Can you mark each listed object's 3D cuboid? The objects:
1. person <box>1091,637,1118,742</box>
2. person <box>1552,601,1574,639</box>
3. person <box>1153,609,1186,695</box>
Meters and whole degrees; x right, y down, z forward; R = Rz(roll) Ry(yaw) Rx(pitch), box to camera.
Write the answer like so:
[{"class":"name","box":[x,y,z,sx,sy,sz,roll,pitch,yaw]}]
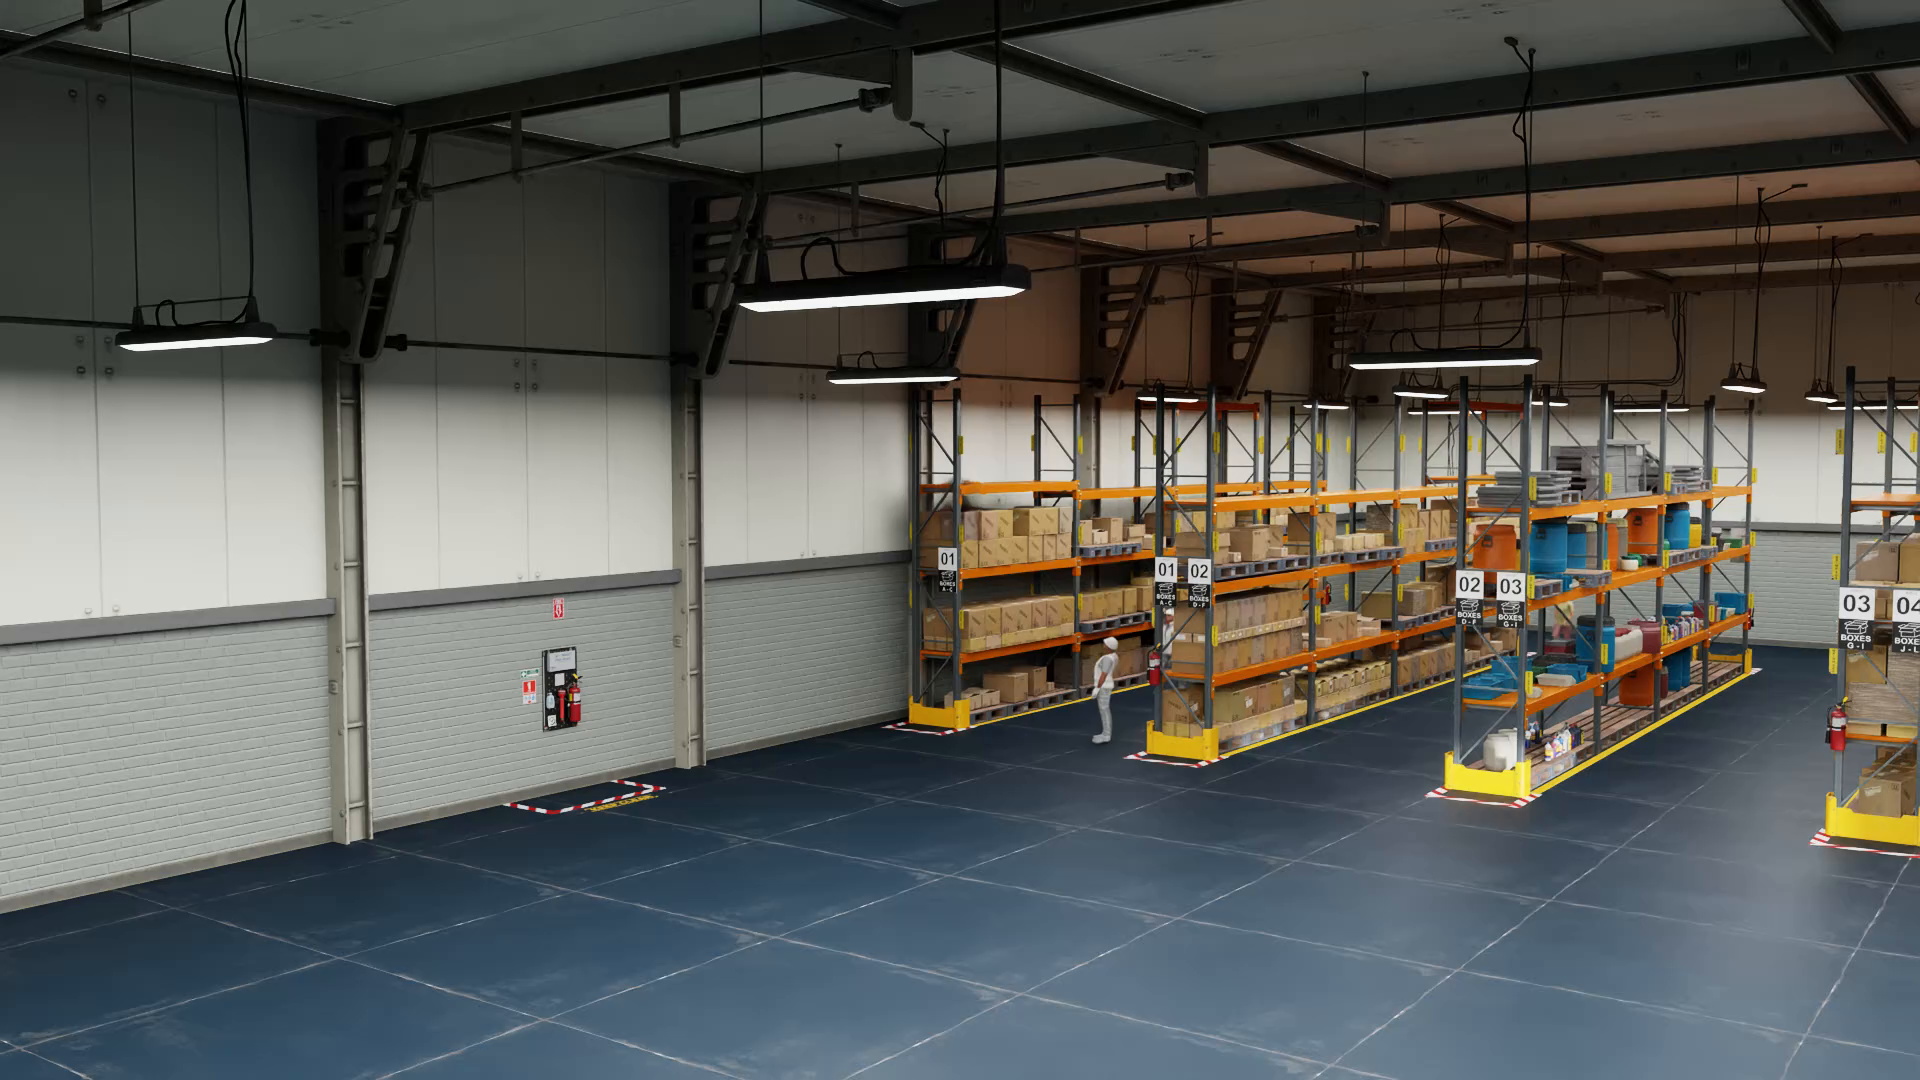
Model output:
[{"class":"person","box":[2.448,2.514,28.131,0.460,1.771,0.594,0,3,4]},{"class":"person","box":[14.073,1.988,38.786,0.514,1.650,0.973,2,4,36]},{"class":"person","box":[4.188,2.247,33.344,0.566,1.727,1.052,2,4,32]}]
